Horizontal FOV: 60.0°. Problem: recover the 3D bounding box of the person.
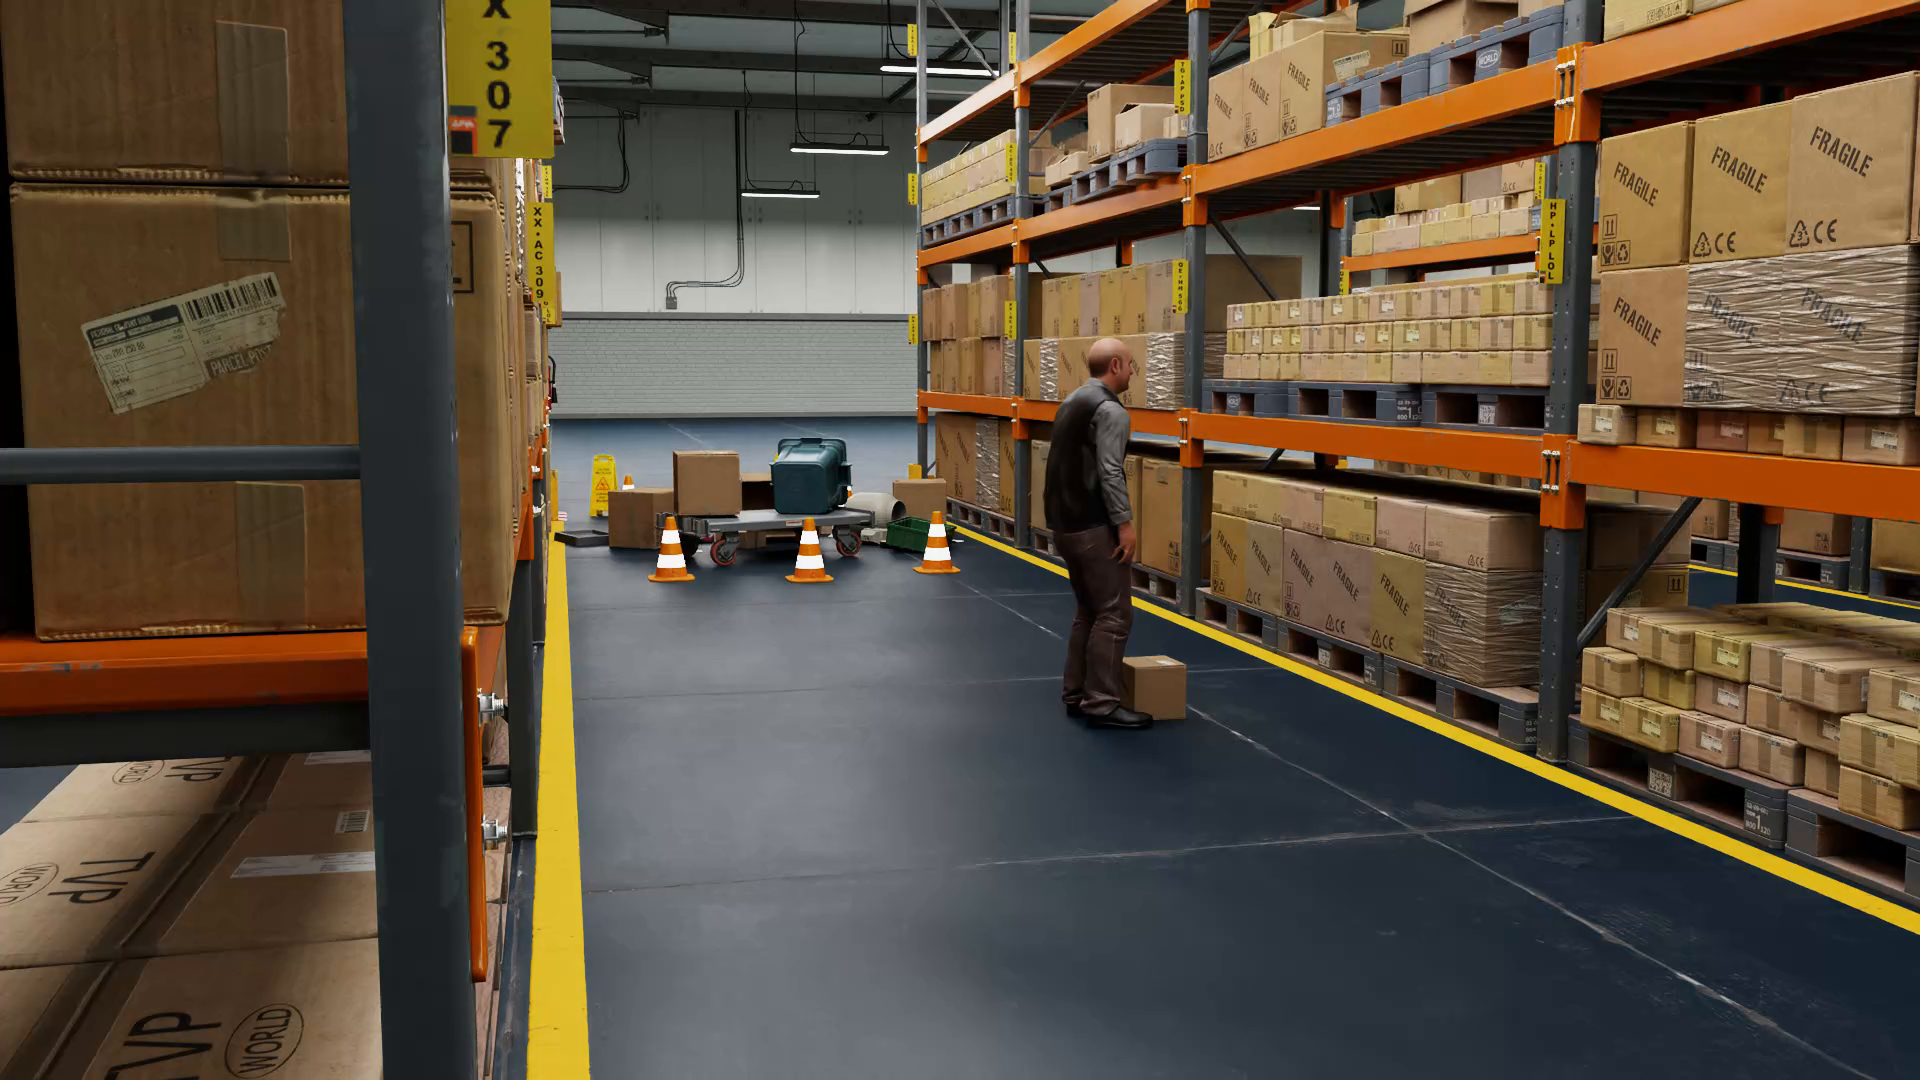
[{"bbox_3d":[0.600,-0.044,7.474,0.426,1.720,0.592,-2,6,-17],"label":"person"}]
